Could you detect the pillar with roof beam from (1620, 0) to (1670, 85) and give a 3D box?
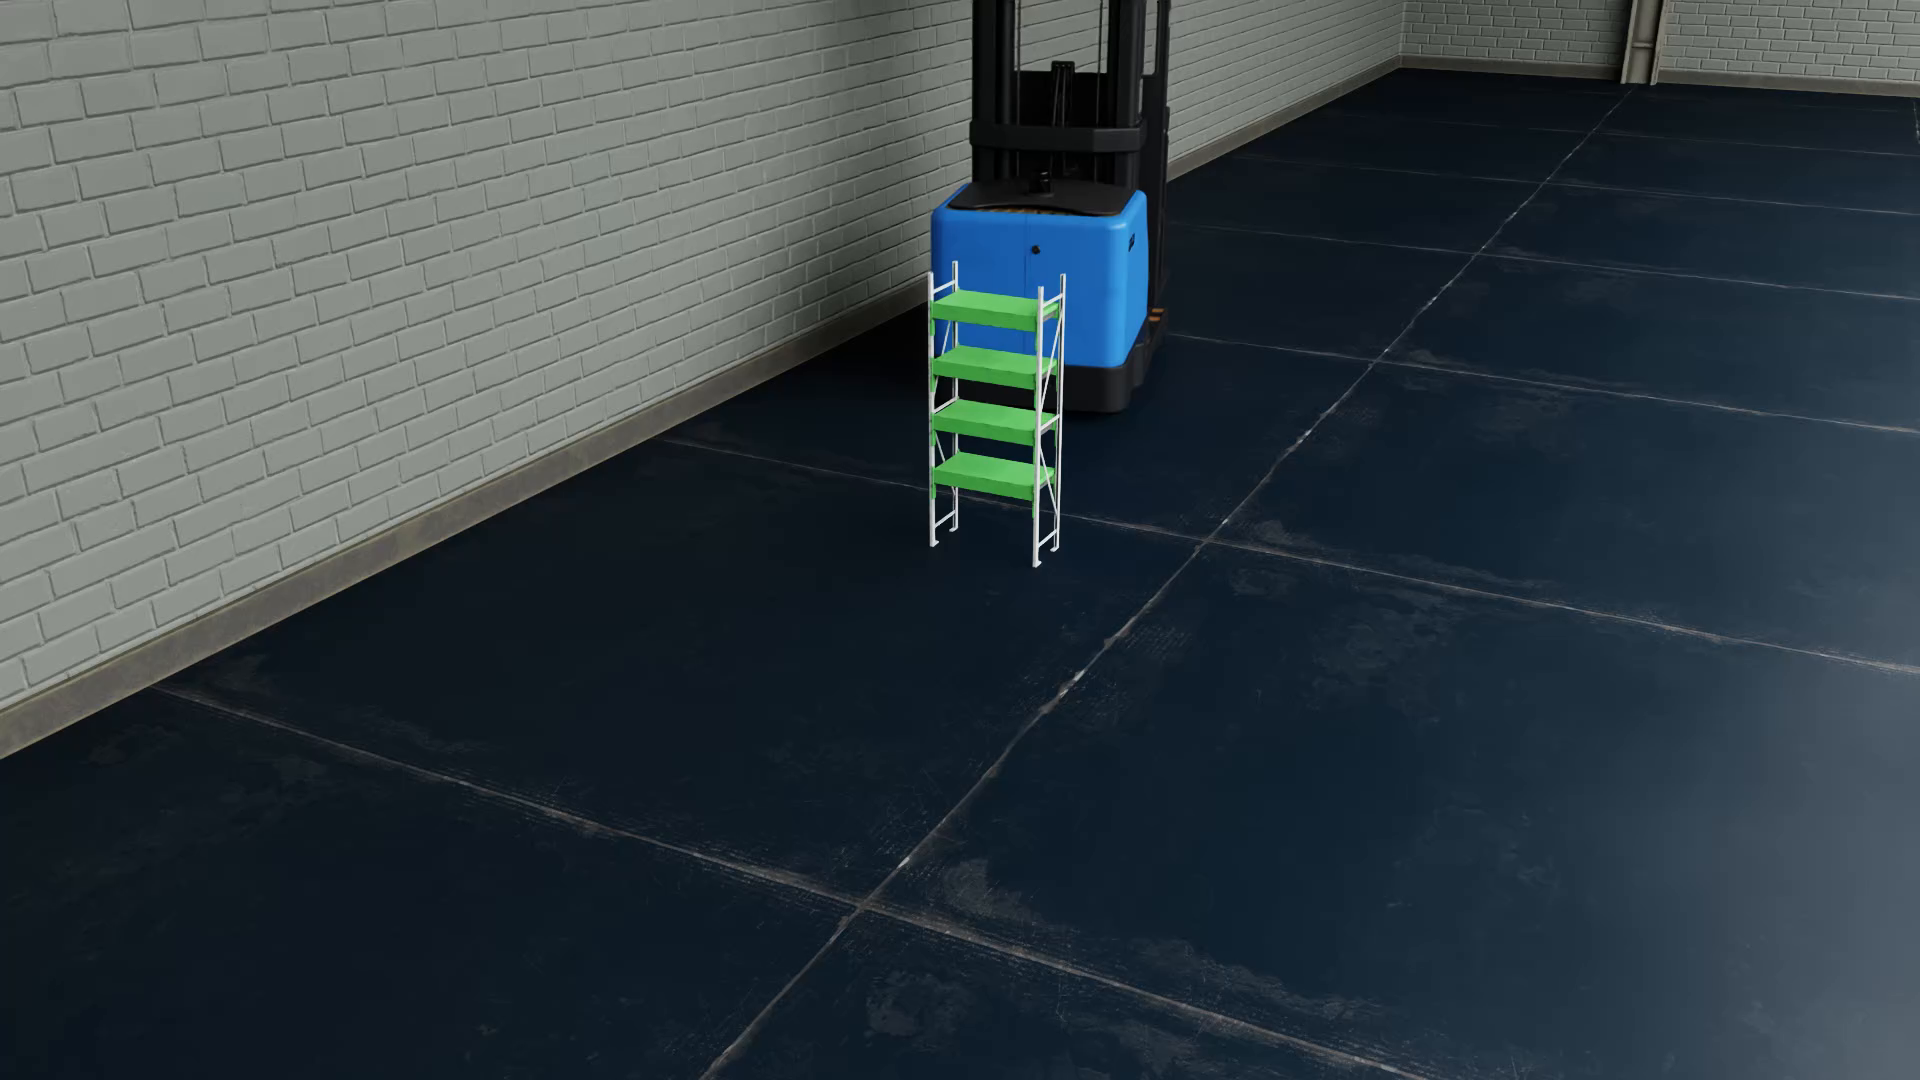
[{"bbox_3d":[6.436,-8.286,15.235,0.400,9.000,9.100,11,25,25],"label":"pillar with roof beam"}]

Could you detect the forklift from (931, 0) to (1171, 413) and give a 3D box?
[{"bbox_3d":[0.664,-2.556,9.515,1.130,2.935,3.031,5,24,12],"label":"forklift"}]

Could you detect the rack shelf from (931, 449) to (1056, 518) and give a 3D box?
[{"bbox_3d":[0.148,-0.243,7.065,0.480,0.148,0.258,11,25,25],"label":"rack shelf"}]

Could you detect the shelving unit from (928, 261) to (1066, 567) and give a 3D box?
[{"bbox_3d":[0.148,-0.523,6.946,0.503,1.200,0.258,11,25,25],"label":"shelving unit"}]

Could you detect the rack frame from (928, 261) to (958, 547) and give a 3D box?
[{"bbox_3d":[-0.070,-0.566,7.048,0.015,1.200,0.240,11,25,25],"label":"rack frame"}]

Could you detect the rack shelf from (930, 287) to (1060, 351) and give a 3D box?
[{"bbox_3d":[0.148,-0.906,6.784,0.480,0.148,0.258,11,25,25],"label":"rack shelf"}]

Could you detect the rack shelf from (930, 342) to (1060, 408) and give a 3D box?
[{"bbox_3d":[0.148,-0.685,6.878,0.480,0.148,0.258,11,25,25],"label":"rack shelf"}]

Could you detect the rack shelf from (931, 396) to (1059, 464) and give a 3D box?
[{"bbox_3d":[0.148,-0.464,6.971,0.480,0.148,0.258,11,25,25],"label":"rack shelf"}]

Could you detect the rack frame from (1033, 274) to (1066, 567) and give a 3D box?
[{"bbox_3d":[0.365,-0.480,6.845,0.015,1.200,0.240,11,25,25],"label":"rack frame"}]
